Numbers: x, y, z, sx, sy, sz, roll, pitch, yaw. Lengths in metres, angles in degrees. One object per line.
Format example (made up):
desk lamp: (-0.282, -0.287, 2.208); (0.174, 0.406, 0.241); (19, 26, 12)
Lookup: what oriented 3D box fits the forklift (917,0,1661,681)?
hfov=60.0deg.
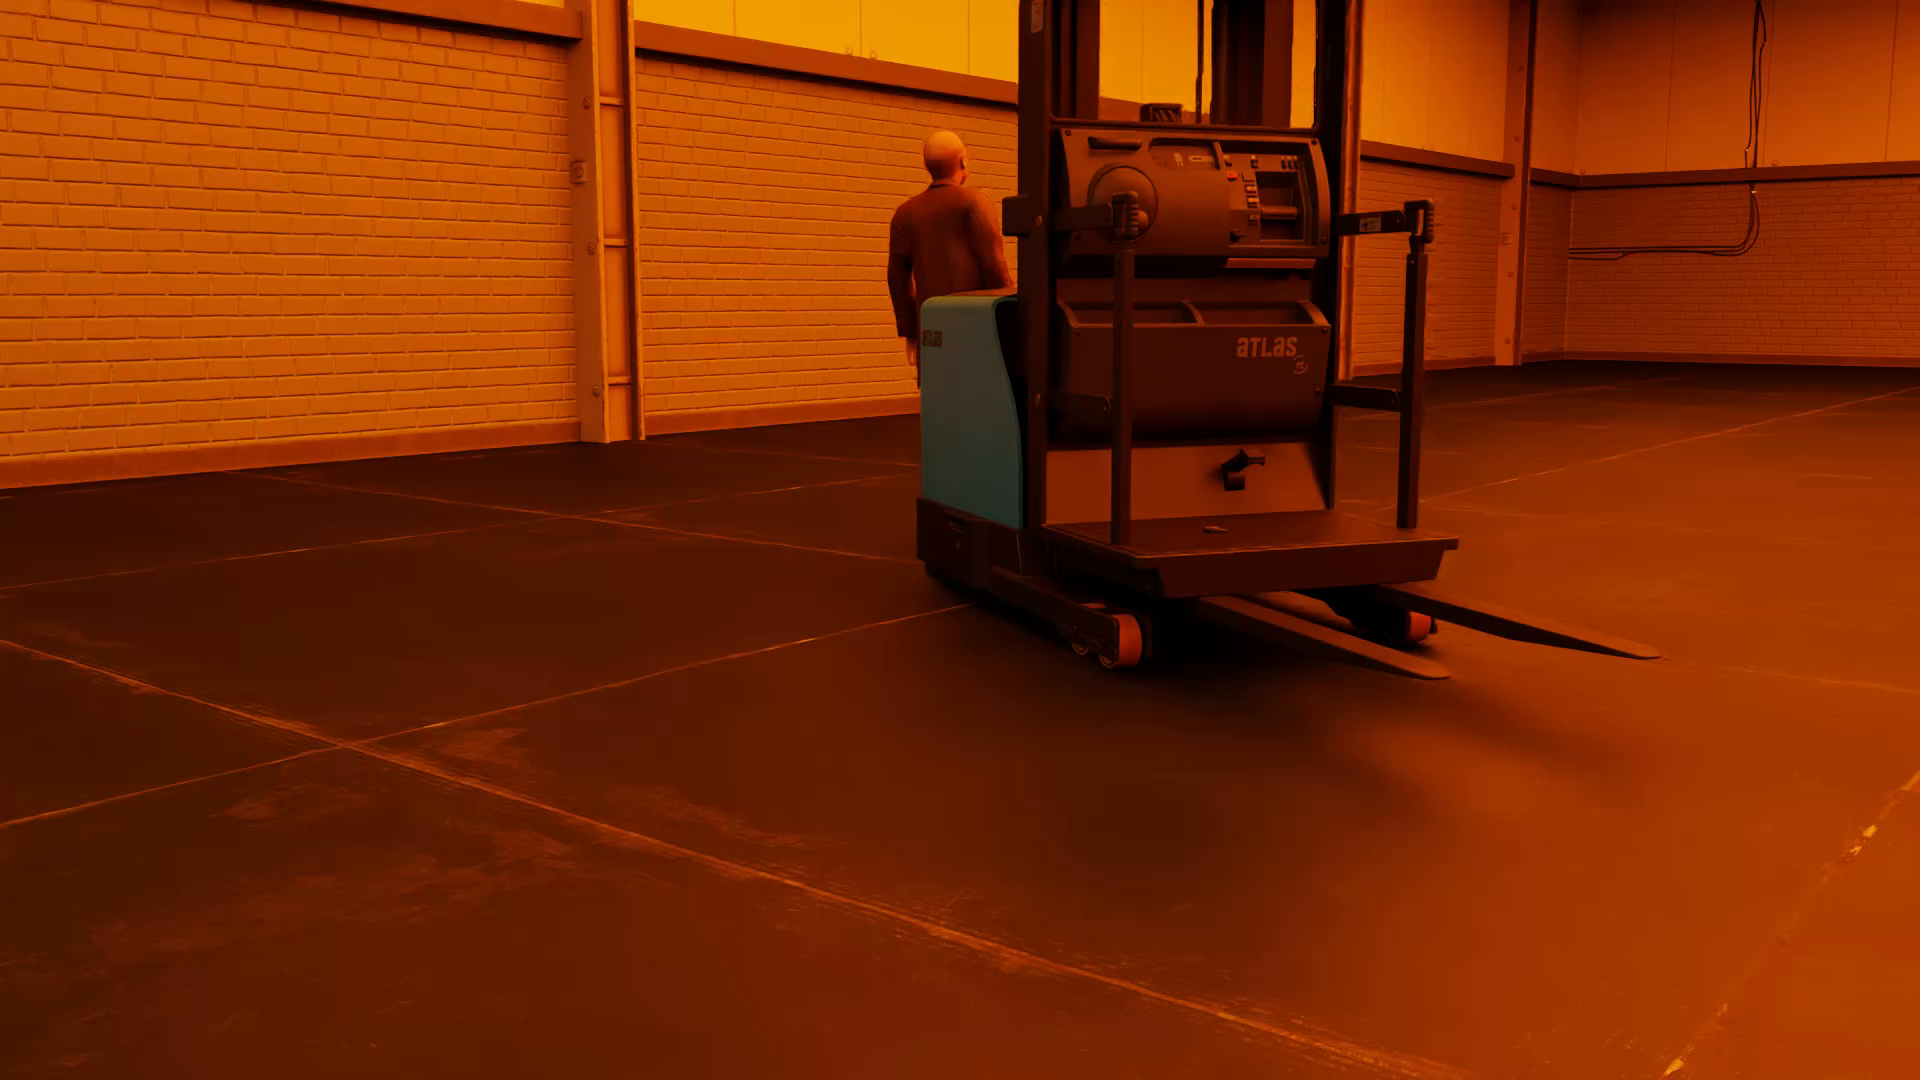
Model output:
forklift: (0.831, -1.141, 5.081); (1.130, 2.935, 3.031); (-3, 9, -21)

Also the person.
person: (0.057, -0.891, 7.360); (0.699, 1.777, 0.548); (6, 11, 38)
